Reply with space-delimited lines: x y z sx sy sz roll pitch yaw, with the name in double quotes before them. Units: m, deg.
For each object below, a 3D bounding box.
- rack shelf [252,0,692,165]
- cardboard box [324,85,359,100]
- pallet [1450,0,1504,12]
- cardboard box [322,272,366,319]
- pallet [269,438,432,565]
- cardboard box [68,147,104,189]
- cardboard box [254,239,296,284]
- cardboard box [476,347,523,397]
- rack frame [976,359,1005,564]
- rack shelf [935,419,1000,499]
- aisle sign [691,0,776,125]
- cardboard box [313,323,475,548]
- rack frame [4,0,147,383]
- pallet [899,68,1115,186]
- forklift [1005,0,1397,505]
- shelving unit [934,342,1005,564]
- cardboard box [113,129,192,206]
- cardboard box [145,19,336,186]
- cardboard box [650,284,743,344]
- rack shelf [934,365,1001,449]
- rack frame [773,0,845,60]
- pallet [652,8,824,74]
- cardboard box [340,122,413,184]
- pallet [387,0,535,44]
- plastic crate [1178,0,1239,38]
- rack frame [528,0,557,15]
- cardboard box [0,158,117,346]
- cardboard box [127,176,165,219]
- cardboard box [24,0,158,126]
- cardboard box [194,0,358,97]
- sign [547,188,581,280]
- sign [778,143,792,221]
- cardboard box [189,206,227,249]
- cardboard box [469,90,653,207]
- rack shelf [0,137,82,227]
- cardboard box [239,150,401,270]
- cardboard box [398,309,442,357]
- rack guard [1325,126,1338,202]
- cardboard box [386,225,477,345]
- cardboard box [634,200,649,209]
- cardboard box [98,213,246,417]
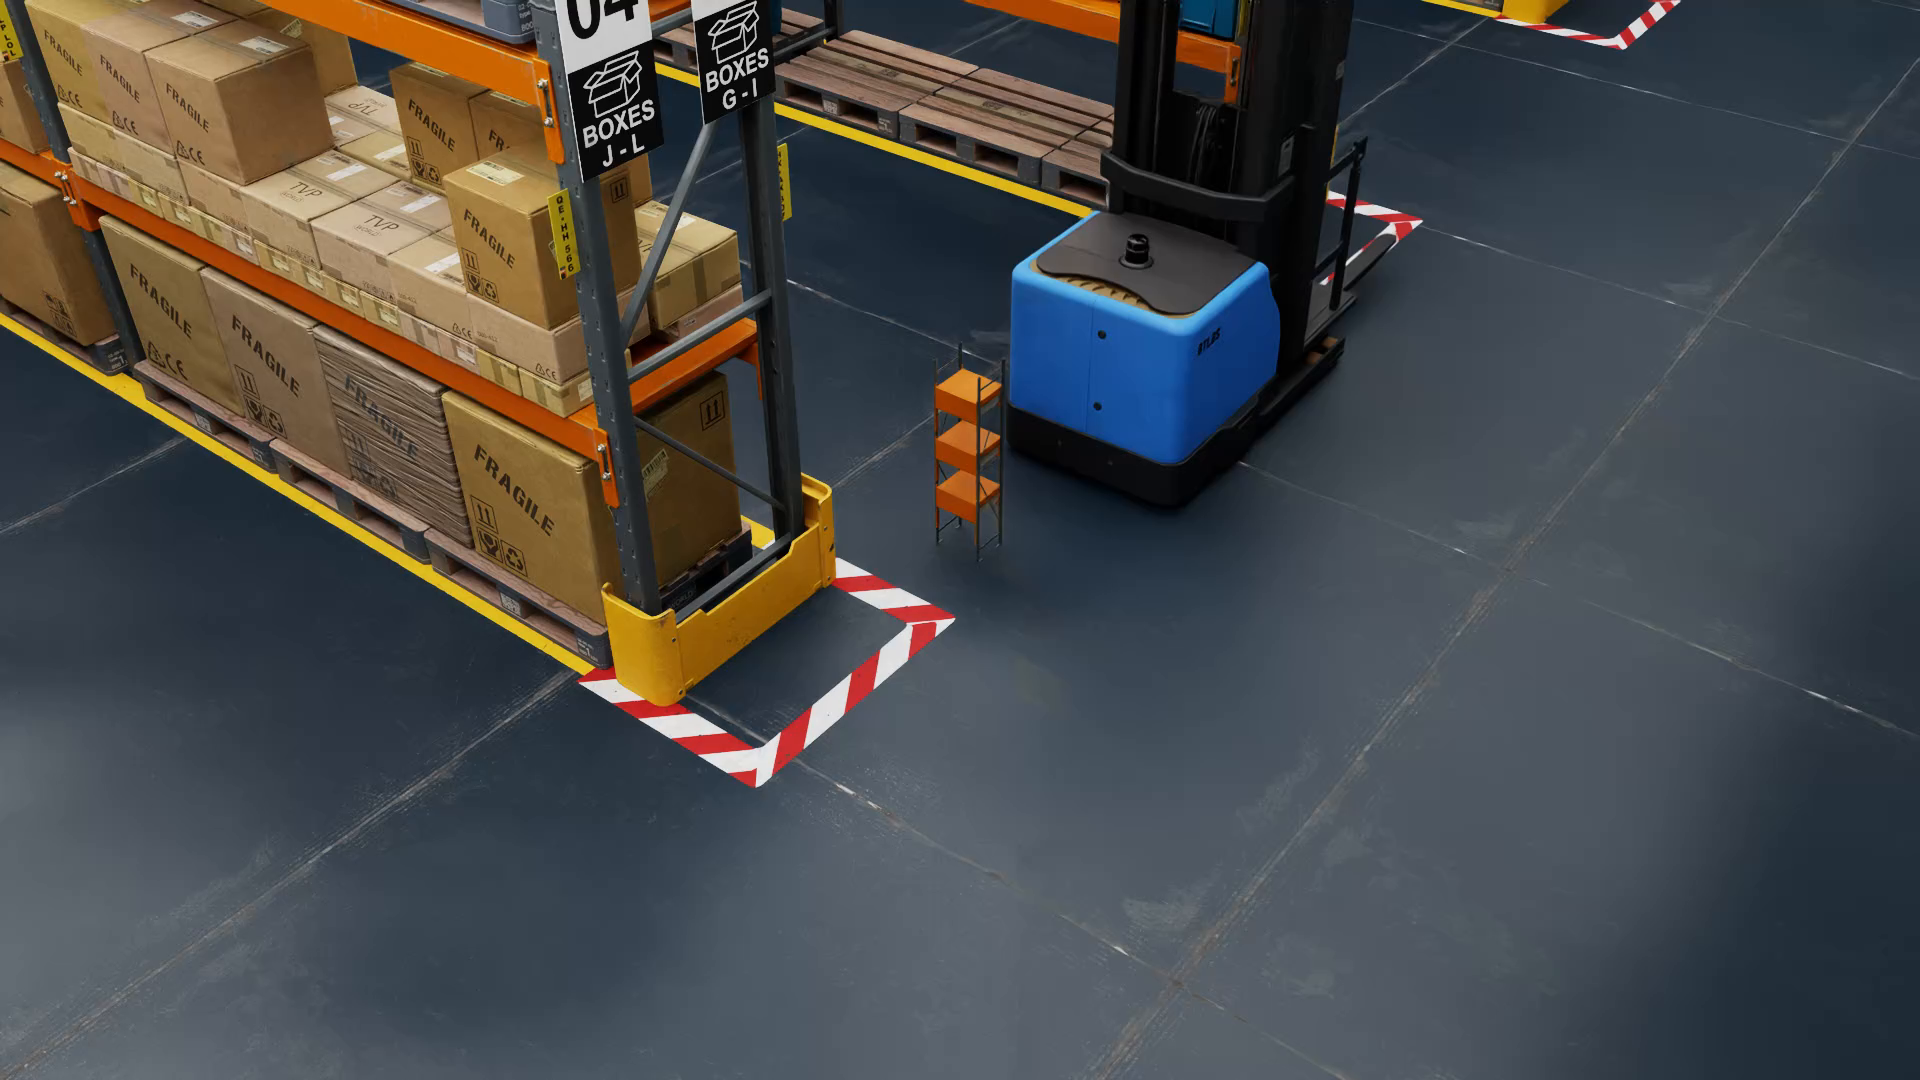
"rack shelf" -2.659 -2.450 6.957 4.000 0.370 1.077 25 45 29
"cardboard box" -3.325 -2.130 8.278 0.500 0.250 0.500 27 45 30
"pallet" 4.257 -4.881 14.174 1.213 0.211 1.003 25 45 29
"cardboard box" -2.572 -1.155 7.356 0.250 0.149 0.380 25 45 29
"pallet" -2.718 -0.423 8.480 1.213 0.211 1.003 25 45 29
"cardboard box" -4.215 -1.928 8.344 0.250 0.149 0.380 25 45 29
"cardboard box" -2.975 -1.345 7.600 0.250 0.149 0.380 24 44 27
"cardboard box" -1.761 -0.773 6.868 0.250 0.149 0.380 26 45 29
"rack frame" 0.139 -0.348 7.703 0.008 1.050 0.200 25 45 29
"rack shelf" 0.042 -0.385 7.768 0.240 0.259 0.215 25 45 29
"aisle sign" -0.831 -1.946 6.055 0.004 0.787 0.394 25 45 29
"cardboard box" -2.350 -0.673 7.920 0.875 0.875 0.875 25 45 29
"rack frame" -4.248 -2.301 8.616 0.127 3.000 1.000 25 45 29
"pallet" 0.342 -2.915 11.663 1.213 0.211 1.003 25 45 29
"forklift" 1.504 -2.191 8.531 1.130 2.935 3.031 24 44 27
"shelving unit" 0.042 -0.393 7.762 0.252 1.050 0.215 25 45 29
"cardboard box" -3.641 -1.866 7.941 0.500 0.250 0.500 25 44 28
"cardboard box" -3.220 -1.969 7.464 0.500 0.500 0.500 24 44 27
"cardboard box" -1.152 -0.998 7.157 0.250 0.149 0.380 26 45 29
"rack shelf" 0.042 -0.608 7.593 0.240 0.259 0.215 25 45 29
"rack frame" -1.238 -4.726 11.714 0.127 3.000 1.000 25 45 29
"pallet" -1.826 -3.938 12.969 1.213 0.211 1.003 25 45 29
"cardboard box" -2.519 -1.747 7.789 0.500 0.250 0.500 24 44 28
"pallet" -1.666 -2.222 6.154 1.213 0.211 1.003 25 45 29
"plastic crate" 1.559 -3.300 9.815 0.499 0.435 0.616 25 45 29
"rack frame" -1.070 -3.165 4.854 0.127 3.000 1.000 25 45 29
"cardboard box" -4.768 -1.860 9.436 0.875 0.875 1.225 25 45 29
"cardboard box" -3.796 -1.732 8.093 0.250 0.149 0.380 27 45 30
"cardboard box" -4.022 -2.350 7.951 0.500 0.500 0.500 25 45 29
"cardboard box" -3.324 -2.423 8.045 0.500 0.500 0.500 26 45 29
"sign" -1.411 -1.092 5.940 0.005 0.325 0.100 25 45 29
"sign" -0.728 -1.444 6.756 0.005 0.325 0.100 25 45 29
"cardboard box" -3.383 -1.538 7.846 0.250 0.149 0.380 25 44 28
"cardboard box" -1.685 -1.655 7.064 0.500 0.500 0.500 24 44 28
"rack shelf" -5.836 -2.767 9.795 4.000 0.370 1.077 25 45 29
"cardboard box" -2.840 -1.486 7.456 0.500 0.250 0.500 25 45 29
"cardboard box" -2.158 -0.962 7.109 0.250 0.149 0.380 26 45 29
"rack guard" 1.966 -2.241 10.568 0.348 0.500 1.175 25 45 29
"cardboard box" -2.019 -1.103 6.966 0.500 0.250 0.500 24 44 28
"cardboard box" -1.704 -1.364 7.301 0.500 0.250 0.500 25 44 28
"cardboard box" -3.772 -1.343 8.776 0.875 0.875 0.875 25 45 29
